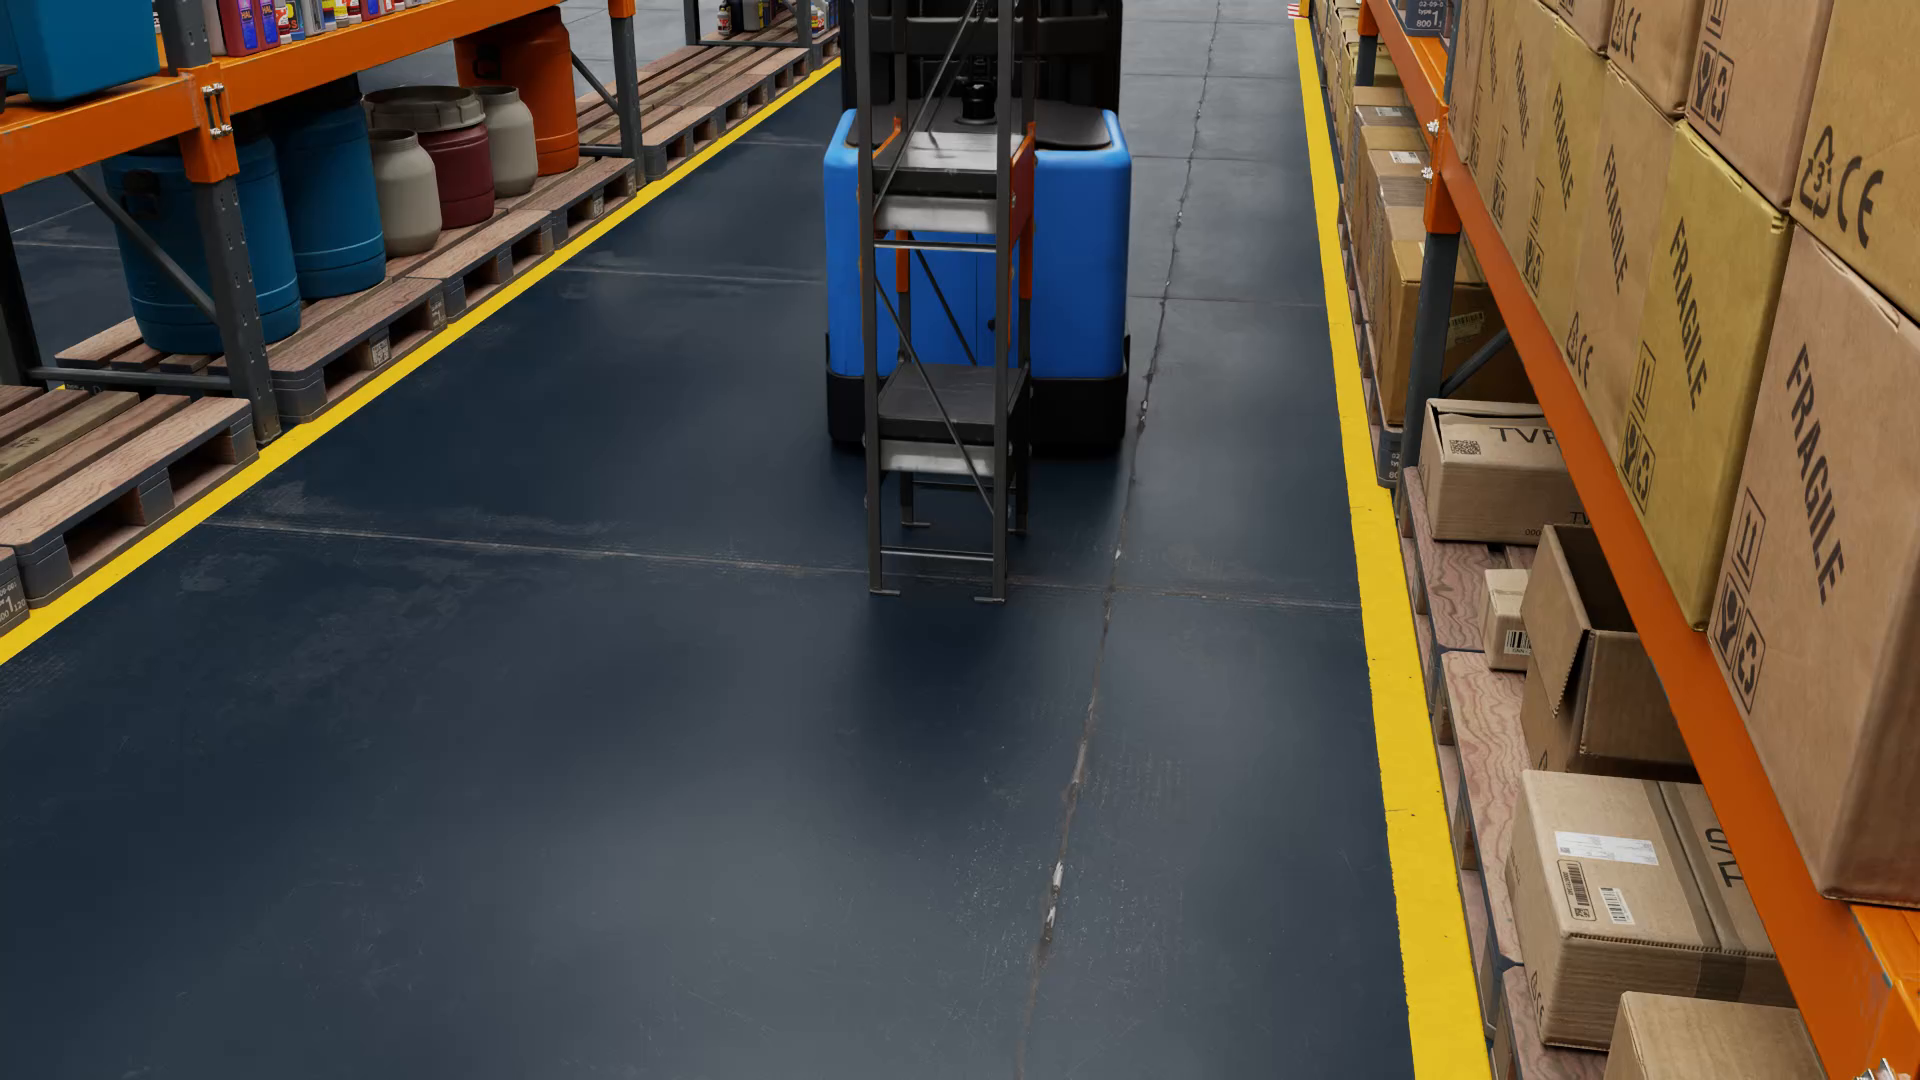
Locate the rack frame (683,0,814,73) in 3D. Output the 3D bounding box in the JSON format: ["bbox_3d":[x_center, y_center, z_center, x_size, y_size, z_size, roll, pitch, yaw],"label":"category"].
[{"bbox_3d":[-1.668,-5.097,12.601,1.000,3.000,0.127,4,25,9],"label":"rack frame"}]

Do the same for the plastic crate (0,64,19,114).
[{"bbox_3d":[-2.893,-1.167,4.459,0.437,0.125,0.590,4,25,9],"label":"plastic crate"}]

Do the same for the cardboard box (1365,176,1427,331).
[{"bbox_3d":[1.880,-1.116,6.525,0.500,0.500,0.500,4,25,9],"label":"cardboard box"}]

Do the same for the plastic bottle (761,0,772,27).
[{"bbox_3d":[-1.665,-4.433,13.875,0.152,0.276,0.135,4,25,9],"label":"plastic bottle"}]

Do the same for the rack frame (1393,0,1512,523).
[{"bbox_3d":[1.911,-1.406,4.716,1.000,3.000,0.127,4,25,9],"label":"rack frame"}]

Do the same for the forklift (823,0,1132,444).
[{"bbox_3d":[0.085,-2.241,6.579,1.130,2.935,3.031,0,25,1],"label":"forklift"}]

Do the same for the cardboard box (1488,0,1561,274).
[{"bbox_3d":[1.394,-0.834,3.375,0.500,0.500,0.500,4,25,8],"label":"cardboard box"}]

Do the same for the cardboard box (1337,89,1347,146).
[{"bbox_3d":[2.491,-2.477,9.752,0.500,0.250,0.500,4,25,8],"label":"cardboard box"}]

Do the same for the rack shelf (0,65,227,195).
[{"bbox_3d":[-3.302,-0.589,3.818,1.077,0.370,4.000,4,25,9],"label":"rack shelf"}]

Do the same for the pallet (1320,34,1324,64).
[{"bbox_3d":[3.390,-3.819,13.160,1.003,0.211,1.213,4,25,9],"label":"pallet"}]

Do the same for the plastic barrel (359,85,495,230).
[{"bbox_3d":[-2.569,-1.844,8.000,0.600,0.588,0.708,4,25,9],"label":"plastic barrel"}]

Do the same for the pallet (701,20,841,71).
[{"bbox_3d":[-1.517,-4.112,13.786,1.003,0.211,1.213,4,25,9],"label":"pallet"}]

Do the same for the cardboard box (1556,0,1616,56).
[{"bbox_3d":[1.304,-1.080,2.722,0.500,0.500,0.500,5,26,10],"label":"cardboard box"}]

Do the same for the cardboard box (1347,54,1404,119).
[{"bbox_3d":[2.407,-2.514,9.170,0.500,0.311,0.500,5,25,10],"label":"cardboard box"}]

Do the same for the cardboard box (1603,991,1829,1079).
[{"bbox_3d":[1.103,0.955,2.101,0.500,0.500,0.500,4,25,9],"label":"cardboard box"}]

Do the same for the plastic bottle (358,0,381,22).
[{"bbox_3d":[-2.349,-2.194,6.536,0.061,0.283,0.133,4,25,9],"label":"plastic bottle"}]

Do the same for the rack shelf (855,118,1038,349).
[{"bbox_3d":[-0.027,-0.869,4.663,0.431,0.518,0.480,4,25,9],"label":"rack shelf"}]

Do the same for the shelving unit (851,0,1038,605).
[{"bbox_3d":[-0.027,-0.882,4.657,0.431,2.100,0.503,4,25,9],"label":"shelving unit"}]

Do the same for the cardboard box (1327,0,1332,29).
[{"bbox_3d":[2.905,-3.796,11.907,0.500,0.311,0.500,4,25,9],"label":"cardboard box"}]

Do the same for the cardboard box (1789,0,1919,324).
[{"bbox_3d":[1.059,-0.437,1.348,0.500,0.500,0.500,4,25,8],"label":"cardboard box"}]

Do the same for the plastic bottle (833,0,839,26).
[{"bbox_3d":[-1.096,-4.484,13.898,0.144,0.351,0.185,3,25,6],"label":"plastic bottle"}]

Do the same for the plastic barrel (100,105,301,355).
[{"bbox_3d":[-2.870,-1.217,6.292,0.600,0.901,0.708,4,25,9],"label":"plastic barrel"}]

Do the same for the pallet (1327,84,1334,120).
[{"bbox_3d":[3.136,-3.179,11.792,1.003,0.211,1.213,4,25,9],"label":"pallet"}]

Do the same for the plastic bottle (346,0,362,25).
[{"bbox_3d":[-2.386,-2.109,6.453,0.097,0.201,0.097,0,25,0],"label":"plastic bottle"}]

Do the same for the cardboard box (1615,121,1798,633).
[{"bbox_3d":[1.143,-0.202,2.026,0.500,0.500,0.500,4,25,9],"label":"cardboard box"}]

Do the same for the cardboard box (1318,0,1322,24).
[{"bbox_3d":[3.318,-4.534,14.146,0.500,0.250,0.500,4,25,9],"label":"cardboard box"}]

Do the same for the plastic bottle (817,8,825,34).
[{"bbox_3d":[-1.150,-4.217,13.503,0.097,0.201,0.097,0,25,0],"label":"plastic bottle"}]

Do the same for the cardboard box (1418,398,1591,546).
[{"bbox_3d":[1.629,-0.227,4.850,0.500,0.311,0.500,4,25,9],"label":"cardboard box"}]

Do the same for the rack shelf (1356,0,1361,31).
[{"bbox_3d":[2.891,-3.590,10.230,1.077,0.370,4.000,4,25,9],"label":"rack shelf"}]

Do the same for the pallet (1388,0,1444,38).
[{"bbox_3d":[2.251,-2.179,6.593,1.003,0.211,1.213,4,25,9],"label":"pallet"}]

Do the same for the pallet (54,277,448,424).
[{"bbox_3d":[-2.808,-0.808,6.727,1.003,0.211,1.213,4,25,9],"label":"pallet"}]

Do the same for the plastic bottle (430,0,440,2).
[{"bbox_3d":[-2.273,-2.432,7.058,0.097,0.271,0.097,0,25,0],"label":"plastic bottle"}]

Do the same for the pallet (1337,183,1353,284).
[{"bbox_3d":[2.405,-1.507,8.220,1.003,0.211,1.213,4,25,9],"label":"pallet"}]

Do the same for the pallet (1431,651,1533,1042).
[{"bbox_3d":[1.601,0.656,3.601,1.003,0.211,1.213,4,25,9],"label":"pallet"}]

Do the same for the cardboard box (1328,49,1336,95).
[{"bbox_3d":[2.741,-3.115,11.115,0.500,0.250,0.500,3,25,7],"label":"cardboard box"}]

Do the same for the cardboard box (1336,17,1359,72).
[{"bbox_3d":[2.655,-3.153,10.533,0.500,0.311,0.500,5,25,10],"label":"cardboard box"}]

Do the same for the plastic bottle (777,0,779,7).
[{"bbox_3d":[-1.673,-4.909,14.884,0.061,0.283,0.133,4,25,9],"label":"plastic bottle"}]

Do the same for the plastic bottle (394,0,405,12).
[{"bbox_3d":[-2.327,-2.262,6.779,0.097,0.201,0.097,0,25,0],"label":"plastic bottle"}]

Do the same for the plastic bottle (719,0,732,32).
[{"bbox_3d":[-1.915,-4.290,13.562,0.061,0.283,0.133,5,26,11],"label":"plastic bottle"}]

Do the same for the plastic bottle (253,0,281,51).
[{"bbox_3d":[-2.473,-1.878,5.861,0.061,0.283,0.133,4,25,9],"label":"plastic bottle"}]

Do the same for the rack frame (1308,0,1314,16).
[{"bbox_3d":[3.872,-6.425,15.439,1.000,3.000,0.127,4,25,9],"label":"rack frame"}]

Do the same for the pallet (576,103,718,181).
[{"bbox_3d":[-2.157,-2.482,10.305,1.003,0.211,1.213,4,25,9],"label":"pallet"}]

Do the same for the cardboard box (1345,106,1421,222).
[{"bbox_3d":[2.128,-1.757,7.894,0.500,0.500,0.500,3,25,7],"label":"cardboard box"}]

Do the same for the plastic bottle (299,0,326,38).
[{"bbox_3d":[-2.464,-2.015,6.163,0.152,0.276,0.135,4,25,9],"label":"plastic bottle"}]

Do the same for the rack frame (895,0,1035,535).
[{"bbox_3d":[0.013,-0.984,4.875,0.400,2.100,0.015,4,25,9],"label":"rack frame"}]
